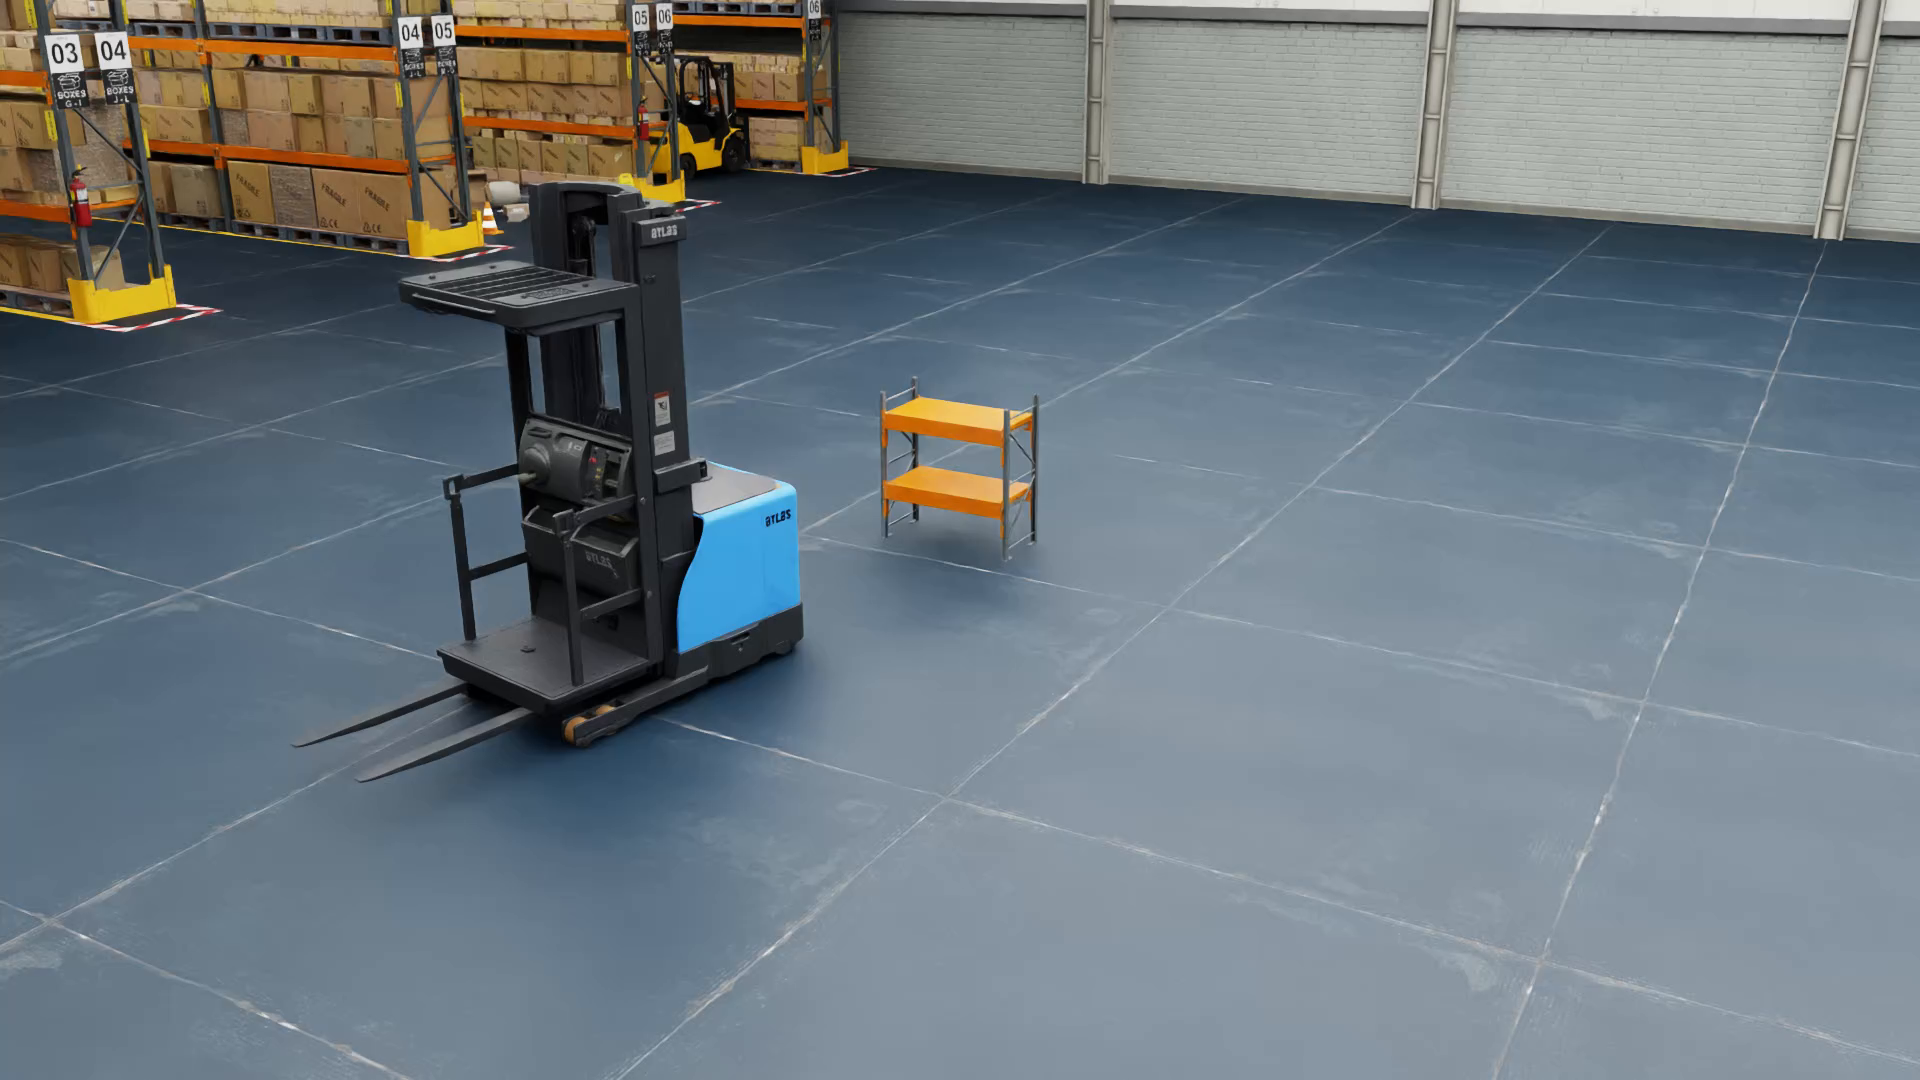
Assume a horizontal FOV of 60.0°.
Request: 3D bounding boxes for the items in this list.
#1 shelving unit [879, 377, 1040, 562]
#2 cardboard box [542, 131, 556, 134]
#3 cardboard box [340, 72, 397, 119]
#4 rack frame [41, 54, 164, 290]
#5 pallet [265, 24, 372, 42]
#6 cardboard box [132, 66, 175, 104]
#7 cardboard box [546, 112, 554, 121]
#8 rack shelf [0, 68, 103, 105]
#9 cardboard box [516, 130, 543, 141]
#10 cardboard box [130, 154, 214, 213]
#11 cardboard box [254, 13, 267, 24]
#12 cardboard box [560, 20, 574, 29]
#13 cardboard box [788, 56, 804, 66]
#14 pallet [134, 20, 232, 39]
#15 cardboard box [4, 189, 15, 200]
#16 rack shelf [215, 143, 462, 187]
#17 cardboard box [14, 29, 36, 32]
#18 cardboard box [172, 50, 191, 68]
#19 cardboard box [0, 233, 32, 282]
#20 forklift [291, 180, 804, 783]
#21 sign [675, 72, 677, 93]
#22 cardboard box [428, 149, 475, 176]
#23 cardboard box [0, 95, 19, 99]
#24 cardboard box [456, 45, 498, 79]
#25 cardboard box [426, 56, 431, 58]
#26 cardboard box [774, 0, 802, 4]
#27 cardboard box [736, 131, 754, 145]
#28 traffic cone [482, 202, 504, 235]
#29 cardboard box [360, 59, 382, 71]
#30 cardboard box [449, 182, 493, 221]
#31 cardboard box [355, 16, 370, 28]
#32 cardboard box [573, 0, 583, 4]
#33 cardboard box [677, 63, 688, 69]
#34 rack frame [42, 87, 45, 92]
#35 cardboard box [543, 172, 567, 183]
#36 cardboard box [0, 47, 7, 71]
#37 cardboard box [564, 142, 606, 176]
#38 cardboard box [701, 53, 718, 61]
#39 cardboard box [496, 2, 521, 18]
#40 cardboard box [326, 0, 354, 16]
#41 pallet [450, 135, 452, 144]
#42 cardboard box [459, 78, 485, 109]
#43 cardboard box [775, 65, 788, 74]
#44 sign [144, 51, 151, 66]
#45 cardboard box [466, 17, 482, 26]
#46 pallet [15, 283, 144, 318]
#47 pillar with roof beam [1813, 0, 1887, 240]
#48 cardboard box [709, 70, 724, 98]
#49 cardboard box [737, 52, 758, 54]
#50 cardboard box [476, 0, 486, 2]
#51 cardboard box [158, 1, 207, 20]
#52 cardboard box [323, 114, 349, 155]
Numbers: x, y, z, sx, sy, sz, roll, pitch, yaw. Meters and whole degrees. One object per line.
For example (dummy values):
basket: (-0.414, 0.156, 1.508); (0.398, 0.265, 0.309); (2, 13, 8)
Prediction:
shelving unit: (-0.006, -0.530, 12.176); (1.048, 1.125, 0.538); (11, 23, 27)
cardboard box: (-8.475, -8.720, 34.873); (0.625, 0.625, 0.875); (12, 23, 29)
cardboard box: (-8.177, -6.270, 23.447); (0.550, 0.550, 0.875); (11, 23, 27)
rack frame: (-9.854, -4.095, 19.254); (0.127, 3.000, 1.000); (11, 23, 27)
pallet: (-9.068, -7.245, 23.672); (1.213, 0.211, 1.003); (11, 23, 27)
cardboard box: (-12.606, -7.071, 25.846); (0.500, 0.500, 0.700); (11, 22, 27)
cardboard box: (-6.776, -7.185, 28.143); (0.250, 0.149, 0.380); (11, 23, 27)
rack shelf: (-11.600, -5.499, 19.782); (4.000, 0.370, 1.077); (11, 23, 27)
cardboard box: (-7.363, -6.926, 28.426); (0.250, 0.149, 0.380); (12, 23, 30)
cardboard box: (-12.265, -5.597, 26.080); (0.750, 0.750, 1.050); (11, 23, 27)
cardboard box: (-9.797, -7.426, 23.644); (0.250, 0.149, 0.380); (10, 22, 26)
cardboard box: (-6.346, -8.488, 27.335); (0.250, 0.149, 0.380); (11, 22, 27)
cardboard box: (-3.019, -9.012, 31.275); (0.250, 0.149, 0.380); (11, 23, 27)
pallet: (-11.663, -7.677, 25.013); (1.217, 0.209, 0.805); (10, 22, 25)
cardboard box: (-11.073, -4.130, 19.721); (0.250, 0.149, 0.380); (11, 23, 27)
rack shelf: (-9.092, -5.549, 24.318); (4.000, 0.370, 1.077); (11, 23, 27)
cardboard box: (-10.854, -5.922, 19.527); (0.250, 0.149, 0.380); (11, 23, 27)
cardboard box: (-14.795, -9.322, 32.053); (0.500, 0.500, 0.500); (11, 22, 27)
cardboard box: (-11.932, -3.531, 20.750); (0.500, 0.500, 0.500); (9, 22, 23)
forklift: (-2.308, -0.422, 9.231); (1.130, 2.935, 3.031); (16, 25, 37)
sign: (-4.756, -7.613, 27.685); (0.005, 0.325, 0.100); (11, 23, 27)
cardboard box: (-8.972, -6.759, 29.836); (0.625, 0.372, 0.950); (11, 23, 28)
cardboard box: (-11.329, -4.935, 19.521); (0.500, 0.500, 0.500); (11, 23, 27)
cardboard box: (-8.234, -8.229, 28.603); (0.500, 0.500, 0.700); (11, 22, 27)
cardboard box: (-9.749, -8.733, 29.890); (0.250, 0.149, 0.380); (12, 23, 30)
cardboard box: (-3.108, -10.226, 30.848); (0.500, 0.500, 0.500); (12, 23, 29)
cardboard box: (-4.074, -7.817, 32.199); (0.500, 0.250, 0.500); (10, 22, 26)
traffic cone: (-7.118, -4.873, 25.120); (0.334, 0.463, 0.336); (11, 23, 27)
cardboard box: (-10.367, -8.359, 29.812); (0.500, 0.500, 0.500); (10, 22, 25)
cardboard box: (-7.789, -5.410, 26.540); (0.637, 0.503, 0.797); (-4, 20, -10)
cardboard box: (-8.022, -7.087, 22.711); (0.250, 0.149, 0.380); (11, 23, 28)
cardboard box: (-6.094, -8.829, 27.105); (0.250, 0.149, 0.380); (11, 23, 28)
cardboard box: (-5.298, -9.268, 32.419); (0.250, 0.149, 0.380); (11, 23, 28)
rack frame: (-14.331, -6.885, 26.946); (0.127, 3.000, 1.000); (11, 23, 27)
cardboard box: (-6.765, -6.178, 28.413); (0.500, 0.250, 0.500); (10, 22, 25)
cardboard box: (-10.836, -5.521, 19.007); (0.500, 0.250, 0.500); (11, 23, 28)
cardboard box: (-6.304, -6.443, 28.046); (0.500, 0.500, 0.500); (12, 23, 29)
cardboard box: (-4.798, -9.348, 32.203); (0.250, 0.149, 0.380); (11, 23, 27)
cardboard box: (-7.376, -8.864, 27.789); (0.500, 0.250, 0.500); (11, 23, 28)
cardboard box: (-8.346, -7.360, 22.878); (0.500, 0.250, 0.500); (11, 23, 27)
pallet: (-11.282, -8.881, 36.539); (1.213, 0.211, 1.003); (11, 23, 27)
cardboard box: (-8.265, -7.741, 28.723); (0.500, 0.500, 0.500); (11, 23, 27)
cardboard box: (-3.280, -8.883, 31.357); (0.250, 0.149, 0.380); (11, 23, 28)
sign: (-15.766, -9.319, 32.271); (0.005, 0.325, 0.100); (11, 23, 27)
cardboard box: (-8.160, -8.816, 28.240); (0.250, 0.149, 0.380); (11, 23, 27)
pallet: (-10.612, -2.942, 20.166); (1.213, 0.211, 1.003); (11, 23, 27)
pillar with roof beam: (10.843, -7.452, 19.713); (0.400, 9.000, 9.100); (11, 23, 27)
cardboard box: (-4.501, -8.828, 32.157); (0.500, 0.500, 0.500); (11, 23, 28)
cardboard box: (-4.129, -9.400, 32.346); (0.250, 0.149, 0.380); (11, 23, 28)
cardboard box: (-7.930, -9.146, 27.980); (0.250, 0.149, 0.380); (10, 22, 26)
cardboard box: (-11.533, -7.873, 24.730); (0.500, 0.250, 0.500); (11, 23, 28)
cardboard box: (-8.611, -5.888, 23.980); (0.550, 0.550, 0.875); (11, 23, 27)
